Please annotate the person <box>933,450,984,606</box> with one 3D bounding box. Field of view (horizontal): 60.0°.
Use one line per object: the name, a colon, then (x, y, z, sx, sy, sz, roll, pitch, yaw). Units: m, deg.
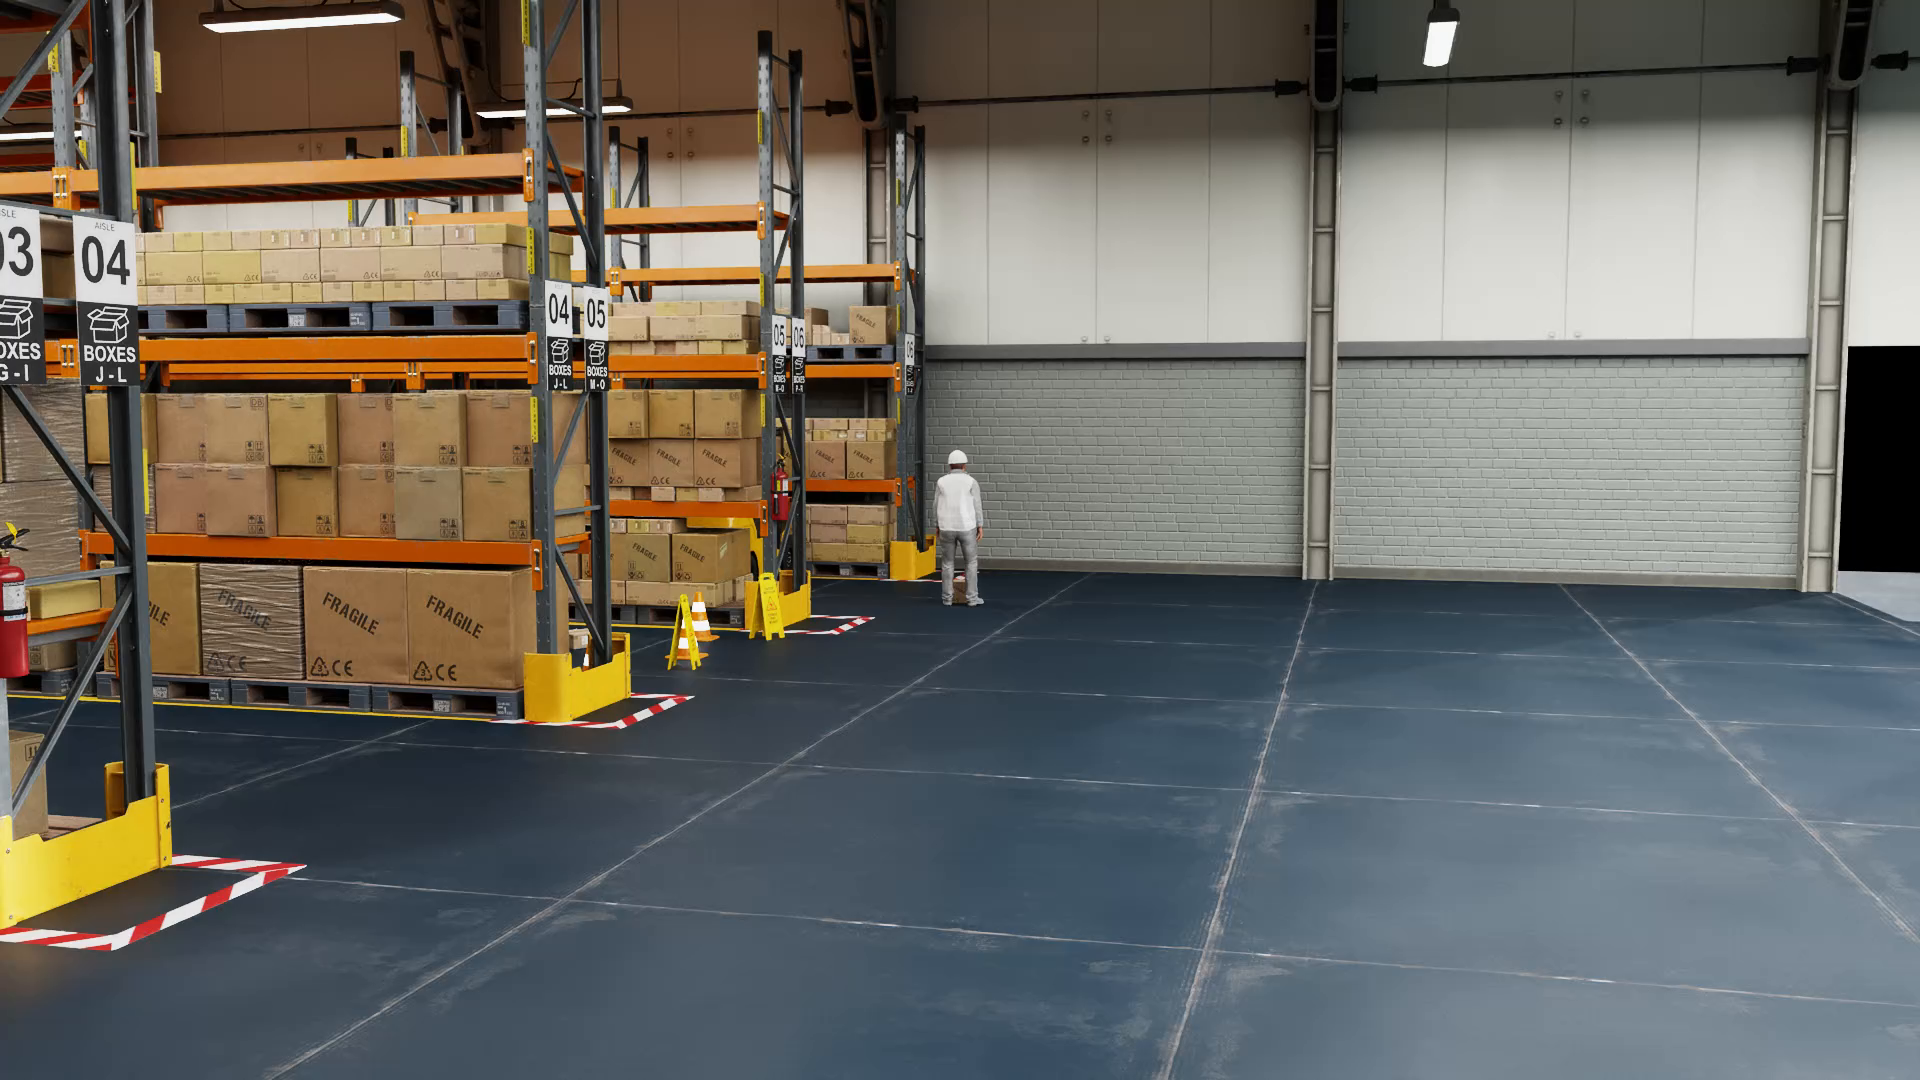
person: (-0.019, -0.140, 19.027, 0.578, 1.770, 0.463, 1, 5, 13)
